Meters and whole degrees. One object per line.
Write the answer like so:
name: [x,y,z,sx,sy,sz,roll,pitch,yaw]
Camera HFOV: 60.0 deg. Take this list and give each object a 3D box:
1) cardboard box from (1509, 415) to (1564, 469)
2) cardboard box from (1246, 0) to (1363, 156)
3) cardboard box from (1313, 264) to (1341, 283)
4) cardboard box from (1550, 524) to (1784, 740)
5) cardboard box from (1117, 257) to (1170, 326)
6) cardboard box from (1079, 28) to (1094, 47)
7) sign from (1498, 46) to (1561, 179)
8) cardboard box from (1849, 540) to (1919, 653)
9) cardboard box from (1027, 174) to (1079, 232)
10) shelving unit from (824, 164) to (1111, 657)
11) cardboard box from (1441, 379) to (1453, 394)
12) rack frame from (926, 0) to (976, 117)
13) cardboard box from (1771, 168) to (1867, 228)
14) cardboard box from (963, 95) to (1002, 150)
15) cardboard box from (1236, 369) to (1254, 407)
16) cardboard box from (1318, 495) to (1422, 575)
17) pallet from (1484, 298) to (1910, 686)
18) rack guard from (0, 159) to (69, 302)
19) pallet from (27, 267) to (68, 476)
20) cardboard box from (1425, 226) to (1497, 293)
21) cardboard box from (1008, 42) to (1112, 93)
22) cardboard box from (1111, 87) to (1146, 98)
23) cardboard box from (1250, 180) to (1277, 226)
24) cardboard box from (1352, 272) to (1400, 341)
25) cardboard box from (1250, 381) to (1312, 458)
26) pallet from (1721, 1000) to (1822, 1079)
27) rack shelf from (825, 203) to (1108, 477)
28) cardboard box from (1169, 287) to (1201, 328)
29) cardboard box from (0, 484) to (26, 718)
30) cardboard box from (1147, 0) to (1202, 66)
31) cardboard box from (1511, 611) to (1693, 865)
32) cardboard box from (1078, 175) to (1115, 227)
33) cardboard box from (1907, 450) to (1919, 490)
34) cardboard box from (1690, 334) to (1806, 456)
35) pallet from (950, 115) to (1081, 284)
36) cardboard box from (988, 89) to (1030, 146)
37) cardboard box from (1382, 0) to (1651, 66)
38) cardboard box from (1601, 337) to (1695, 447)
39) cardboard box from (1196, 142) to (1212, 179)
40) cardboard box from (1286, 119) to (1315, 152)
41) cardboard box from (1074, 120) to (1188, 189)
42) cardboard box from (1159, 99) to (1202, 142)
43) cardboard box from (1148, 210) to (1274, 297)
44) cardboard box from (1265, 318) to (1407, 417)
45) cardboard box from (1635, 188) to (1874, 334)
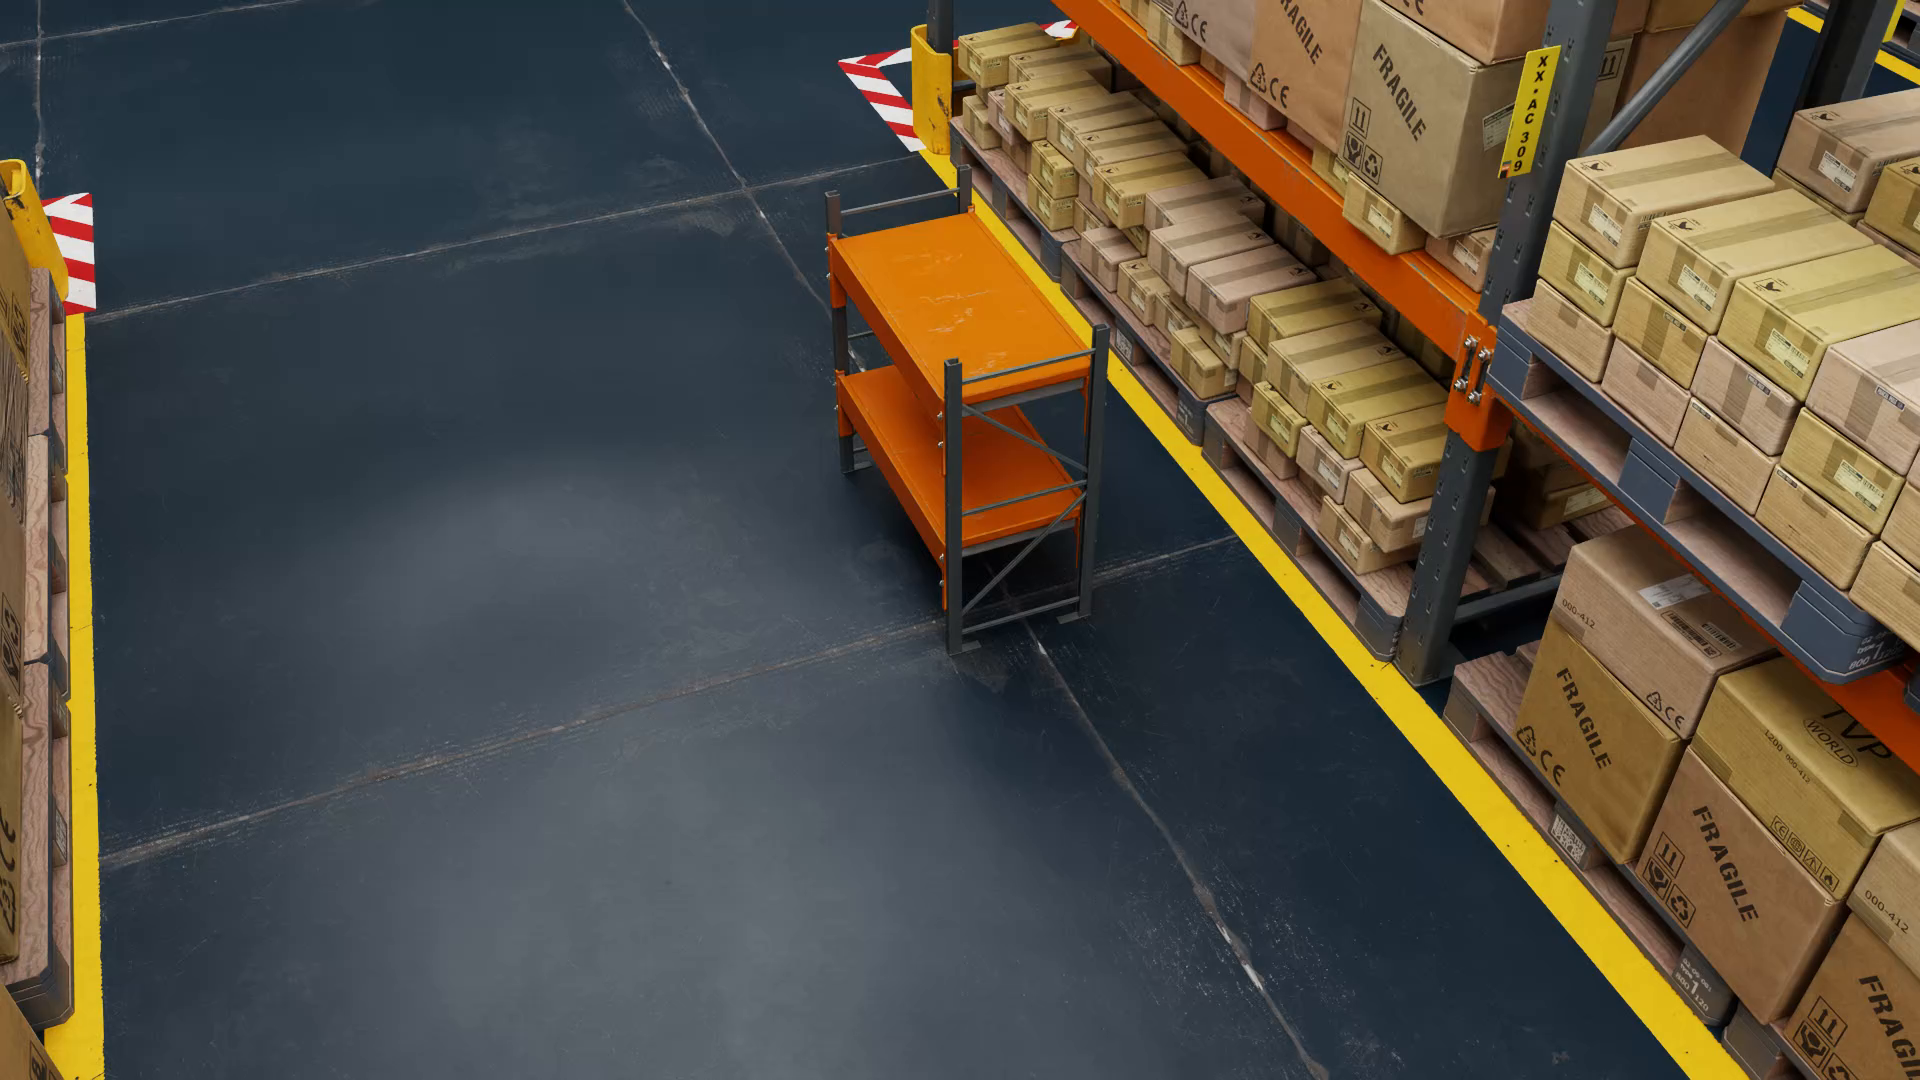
cardboard box: [1.918,-0.393,5.314,0.380,0.149,0.250,-13,42,-15]
cardboard box: [1.215,-1.514,4.905,0.500,0.500,0.500,-16,43,-18]
cardboard box: [1.525,-0.922,6.157,0.380,0.149,0.250,-13,42,-15]
cardboard box: [1.898,0.186,4.253,0.500,0.250,0.500,-17,44,-19]
cardboard box: [0.837,-0.993,6.469,0.380,0.149,0.250,-15,43,-17]
cardboard box: [0.765,-2.287,7.517,0.380,0.149,0.250,-15,43,-16]
sign: [1.360,-1.018,3.969,0.100,0.325,0.005,-15,43,-17]
cardboard box: [1.981,0.080,3.227,0.380,0.149,0.250,-17,44,-19]
cardboard box: [0.507,-1.455,7.006,0.380,0.149,0.250,-15,43,-16]
shelving unit: [-0.003,-0.431,5.388,0.538,1.125,1.048,-15,43,-17]
cardboard box: [1.836,-0.449,5.608,0.380,0.149,0.250,-15,43,-17]
rack frame: [0.328,-3.239,7.216,1.000,3.000,0.127,-15,43,-17]
cardboard box: [2.194,-0.816,4.041,0.380,0.149,0.250,-14,43,-16]
cardboard box: [0.233,-1.922,7.549,0.380,0.149,0.250,-14,43,-16]
cardboard box: [1.223,-0.569,5.975,0.380,0.149,0.250,-16,43,-18]
cardboard box: [1.394,-0.059,5.383,0.380,0.149,0.250,-15,43,-16]
pallet: [2.017,-0.260,3.899,1.003,0.211,1.213,-15,43,-17]
rack guard: [-4.302,-1.129,6.680,1.175,0.500,0.348,-15,43,-17]
pallet: [-3.915,-0.543,6.220,1.003,0.211,1.213,-15,43,-17]
cardboard box: [1.533,-0.848,4.628,0.380,0.149,0.250,-16,43,-17]
cardboard box: [0.432,-2.007,7.191,0.380,0.149,0.250,-14,43,-16]
cardboard box: [0.844,-2.013,7.426,0.380,0.149,0.250,-16,43,-18]
cardboard box: [1.344,-1.340,6.416,0.380,0.149,0.250,-15,43,-17]
cardboard box: [1.605,-0.865,5.863,0.380,0.149,0.250,-16,43,-18]
cardboard box: [1.211,-0.448,5.607,0.380,0.149,0.250,-17,43,-18]
pallet: [2.629,1.432,3.922,1.003,0.211,1.213,-15,43,-17]
rack shelf: [-0.003,-0.652,5.197,0.538,0.278,1.000,-15,43,-17]
cardboard box: [1.006,-0.939,6.177,0.380,0.149,0.250,-17,44,-19]
cardboard box: [-3.285,0.034,4.718,0.875,0.875,0.875,-15,43,-17]
cardboard box: [0.869,-1.772,5.702,0.380,0.149,0.250,-14,43,-16]
cardboard box: [1.897,0.470,4.498,0.500,0.500,0.500,-14,43,-15]
cardboard box: [0.707,-1.428,6.747,0.380,0.149,0.250,-17,44,-19]
cardboard box: [1.984,-0.140,3.027,0.380,0.149,0.250,-15,43,-17]
cardboard box: [1.785,-0.343,3.491,0.380,0.149,0.250,-14,43,-16]
pallet: [0.636,-1.638,7.493,1.003,0.211,1.213,-15,43,-17]
cardboard box: [0.344,-1.871,7.262,0.380,0.149,0.250,-15,43,-17]
cardboard box: [1.429,-1.575,4.209,0.500,0.500,0.500,-17,43,-18]
cardboard box: [1.696,-0.376,3.757,0.380,0.149,0.250,-14,43,-16]
cardboard box: [1.205,-1.562,6.902,0.380,0.149,0.250,-14,43,-16]
cardboard box: [1.252,-1.324,5.182,0.380,0.149,0.250,-16,43,-18]
cardboard box: [0.678,-1.525,6.631,0.380,0.149,0.250,-14,43,-15]
cardboard box: [1.065,-1.825,6.980,0.380,0.149,0.250,-17,43,-19]
cardboard box: [0.915,-1.050,6.079,0.380,0.149,0.250,-17,43,-18]
cardboard box: [1.246,-0.575,5.526,0.380,0.149,0.250,-15,43,-17]
cardboard box: [1.697,-0.601,3.562,0.380,0.149,0.250,-14,43,-16]
